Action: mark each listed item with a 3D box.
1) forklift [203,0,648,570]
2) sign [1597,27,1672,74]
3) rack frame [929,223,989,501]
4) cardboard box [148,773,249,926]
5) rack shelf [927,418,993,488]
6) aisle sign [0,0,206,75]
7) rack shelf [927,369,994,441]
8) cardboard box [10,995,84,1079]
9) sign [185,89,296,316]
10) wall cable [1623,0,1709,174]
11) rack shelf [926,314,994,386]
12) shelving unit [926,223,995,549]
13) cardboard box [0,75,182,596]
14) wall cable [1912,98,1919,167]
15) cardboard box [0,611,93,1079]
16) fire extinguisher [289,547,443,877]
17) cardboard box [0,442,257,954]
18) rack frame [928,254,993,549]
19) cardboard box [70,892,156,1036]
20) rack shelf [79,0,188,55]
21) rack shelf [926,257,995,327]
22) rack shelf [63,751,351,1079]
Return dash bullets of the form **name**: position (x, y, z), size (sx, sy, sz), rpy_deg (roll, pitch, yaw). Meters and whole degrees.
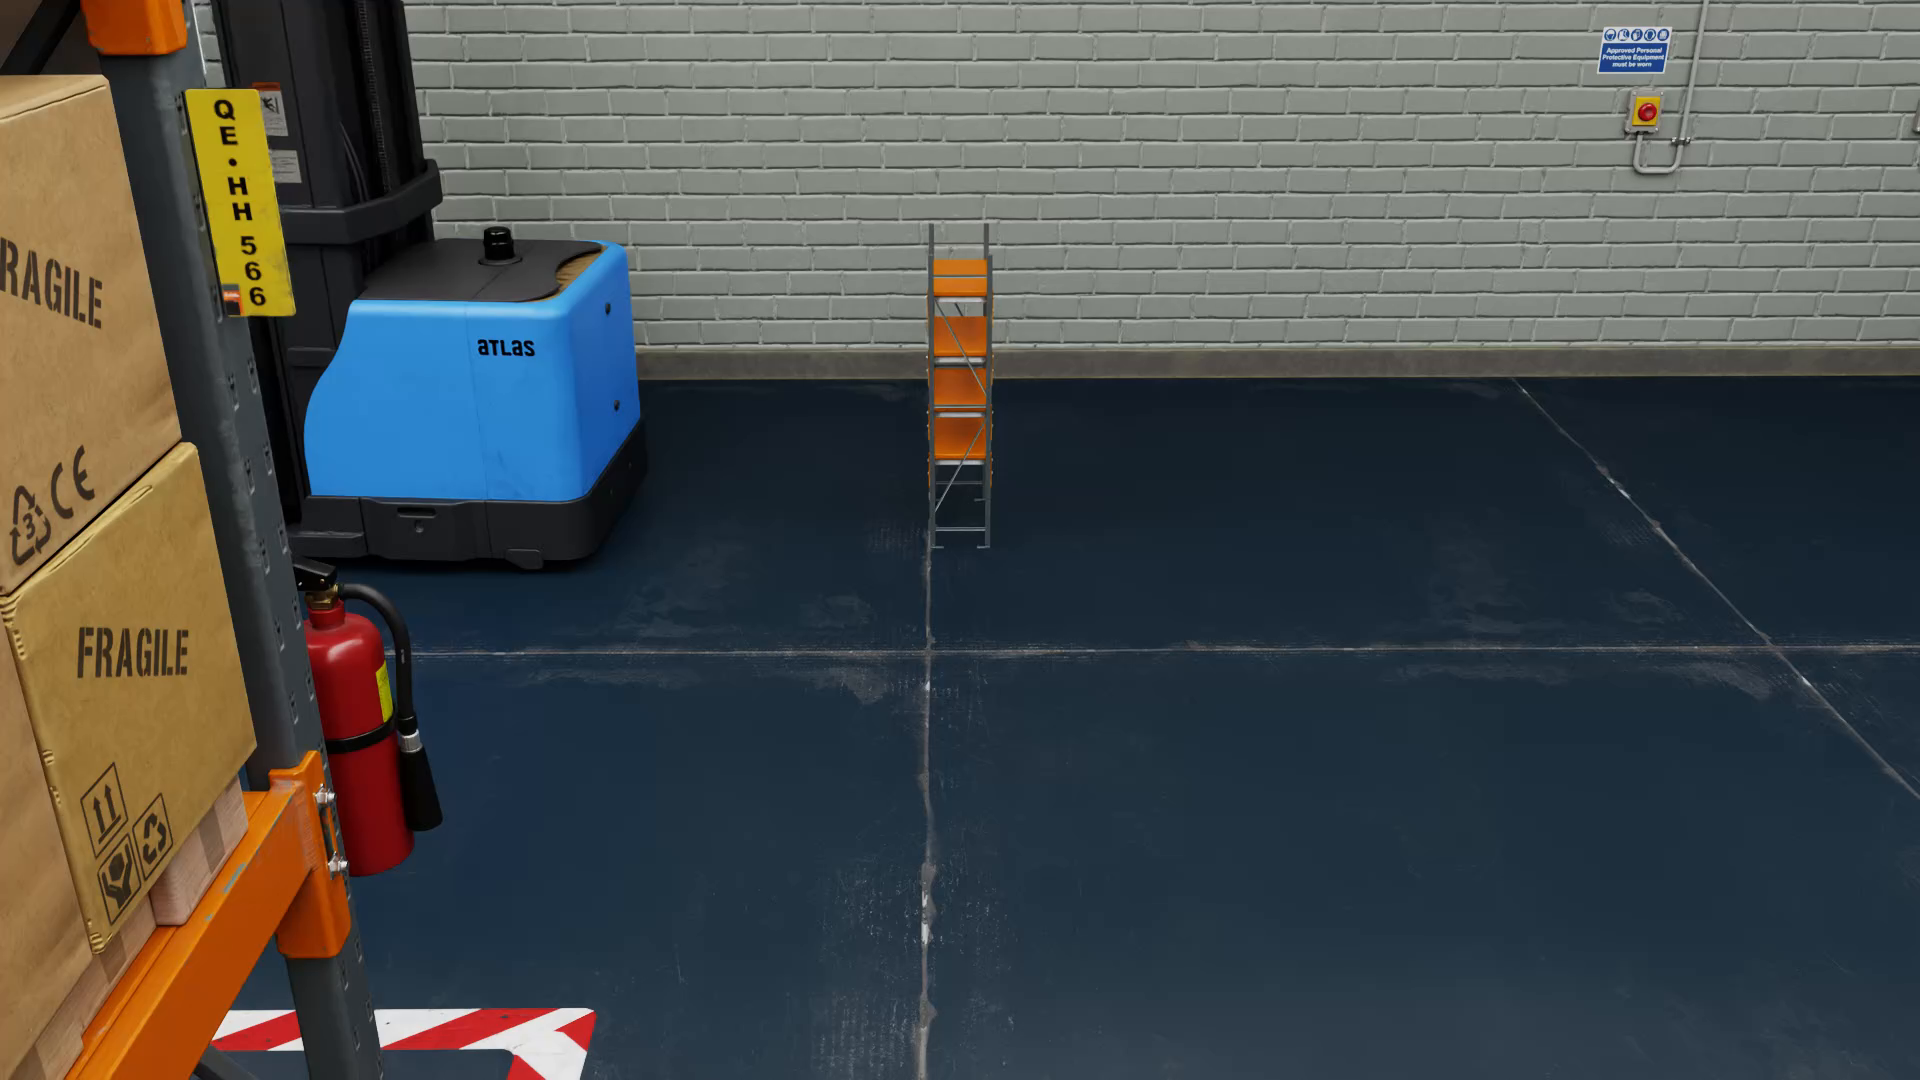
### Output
- **forklift**: position (-2.902, -1.445, 6.389), size (3.031, 2.935, 1.130), rpy_deg (2, 24, 4)
- **sign**: position (3.233, -2.348, 7.973), size (0.327, 0.218, 0.001), rpy_deg (0, 24, -1)
- **rack frame**: position (-0.004, -0.715, 6.876), size (0.240, 1.200, 0.015), rpy_deg (0, 24, -1)
- **cardboard box**: position (-1.296, 0.435, 2.452), size (0.380, 0.149, 0.250), rpy_deg (0, 24, 0)
- **rack shelf**: position (-0.002, -0.373, 6.763), size (0.258, 0.148, 0.480), rpy_deg (0, 24, -1)
- **aisle sign**: position (-1.282, -1.028, 2.228), size (0.394, 0.787, 0.004), rpy_deg (0, 24, -1)
- **rack shelf**: position (-0.002, -0.554, 6.681), size (0.258, 0.148, 0.480), rpy_deg (0, 24, -1)
- **cardboard box**: position (-1.313, 0.641, 1.997), size (0.380, 0.149, 0.250), rpy_deg (0, 24, -1)
- **sign**: position (-1.027, -0.478, 2.378), size (0.100, 0.325, 0.005), rpy_deg (0, 24, -1)
- **wall cable**: position (3.282, -2.677, 7.757), size (0.585, 1.953, 0.123), rpy_deg (0, 24, -1)
- **rack shelf**: position (-0.002, -0.757, 6.589), size (0.258, 0.148, 0.480), rpy_deg (0, 24, -1)
- **shelving unit**: position (-0.002, -0.615, 6.654), size (0.258, 1.200, 0.503), rpy_deg (0, 24, -1)
- **cardboard box**: position (-1.328, -0.261, 1.992), size (0.500, 0.500, 0.500), rpy_deg (-1, 24, -2)
- **wall cable**: position (4.700, -2.674, 7.788), size (0.588, 1.984, 0.122), rpy_deg (0, 24, -1)
- **cardboard box**: position (-1.319, 0.403, 1.737), size (0.500, 0.500, 0.500), rpy_deg (-1, 24, -1)
- **fire extinguisher**: position (-1.123, 0.287, 3.021), size (0.296, 0.674, 0.183), rpy_deg (0, 24, -1)
- **cardboard box**: position (-1.319, 0.191, 2.206), size (0.500, 0.500, 0.500), rpy_deg (0, 24, 1)
- **rack frame**: position (0.001, -0.514, 6.431), size (0.240, 1.200, 0.015), rpy_deg (0, 24, -1)
- **cardboard box**: position (-1.330, 0.538, 2.225), size (0.380, 0.149, 0.250), rpy_deg (0, 24, -1)
- **rack shelf**: position (-1.560, -0.027, 0.403), size (1.077, 0.370, 4.000), rpy_deg (0, 24, -1)
- **rack shelf**: position (-0.002, -0.973, 6.492), size (0.258, 0.148, 0.480), rpy_deg (0, 24, -1)
- **rack shelf**: position (-1.560, 1.340, 1.021), size (1.077, 0.370, 4.000), rpy_deg (0, 24, -1)
